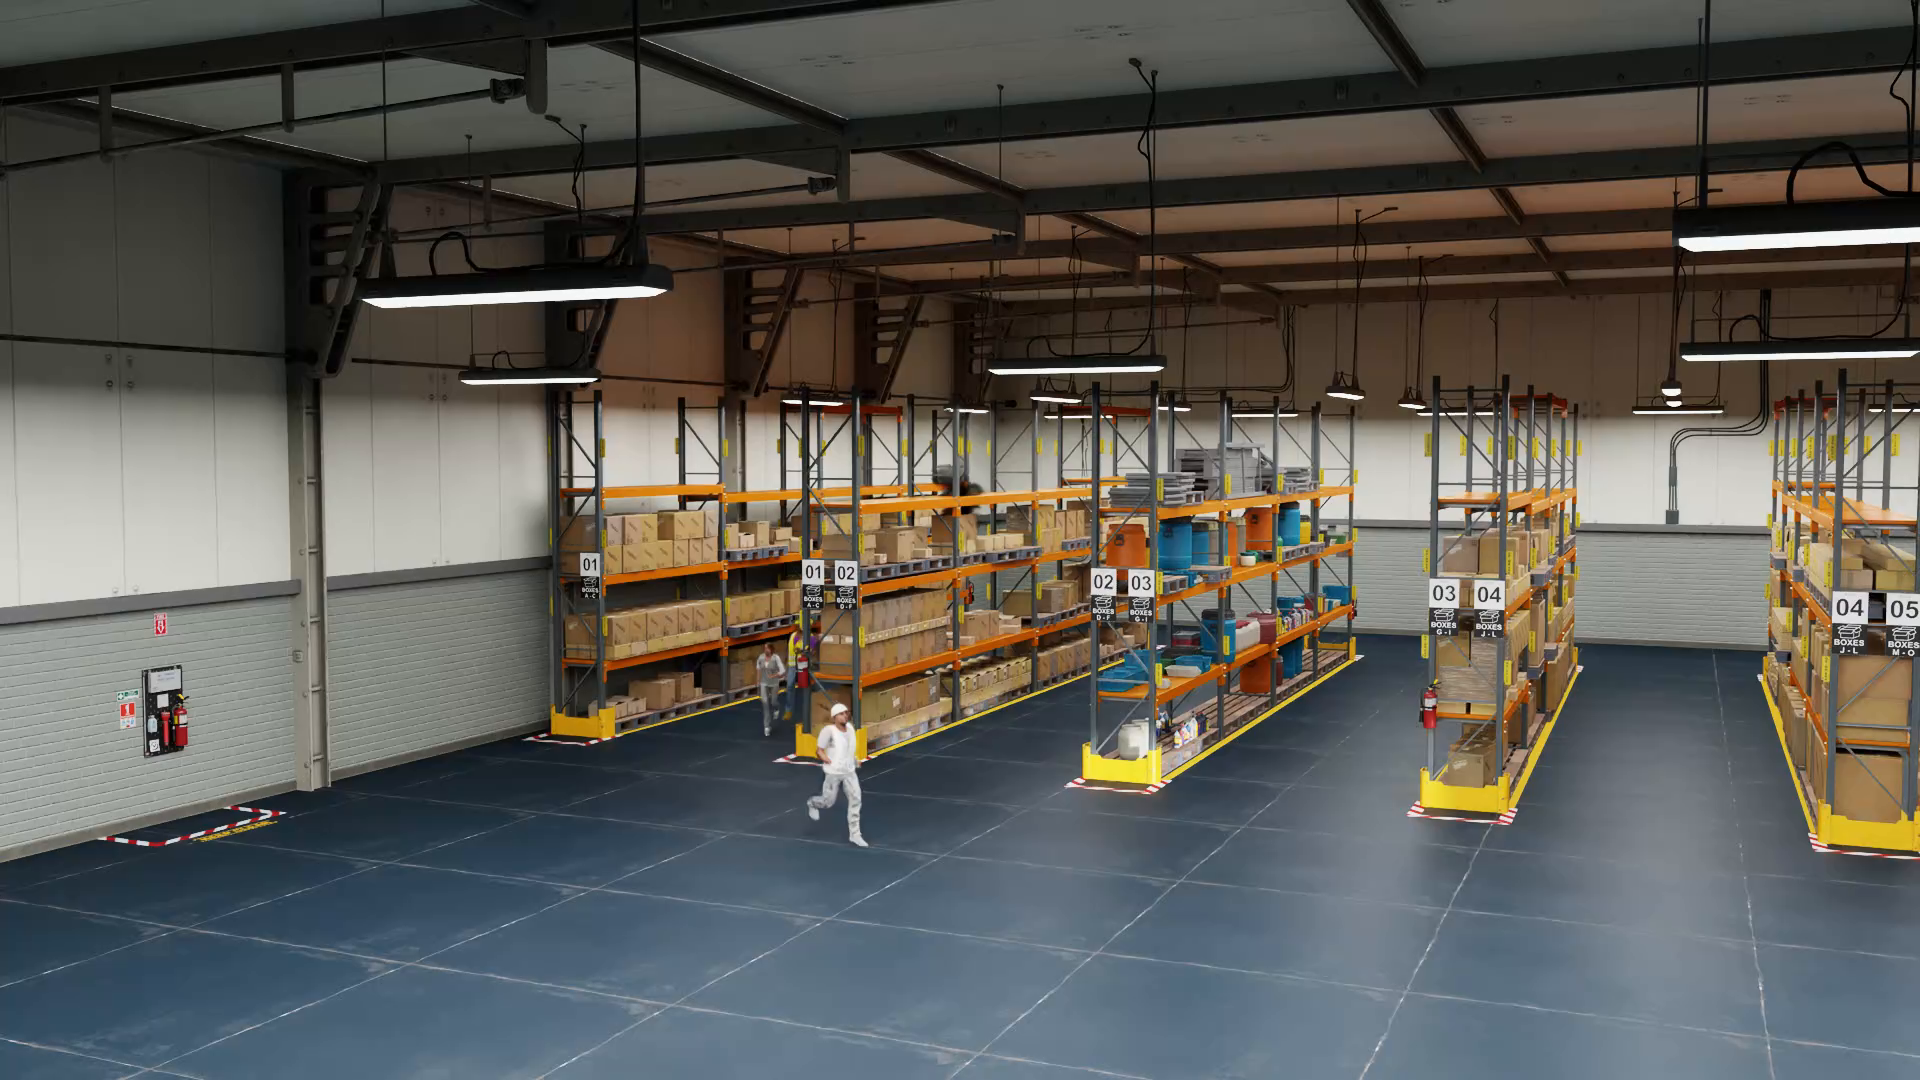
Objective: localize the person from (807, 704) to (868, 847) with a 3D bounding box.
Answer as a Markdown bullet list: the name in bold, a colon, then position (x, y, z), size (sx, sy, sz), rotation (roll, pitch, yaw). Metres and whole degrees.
- **person**: position (-1.567, 2.969, 21.209), size (0.654, 1.771, 1.095), rotation (-3, 4, -39)

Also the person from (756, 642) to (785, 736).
- **person**: position (-3.347, 2.587, 29.329), size (0.557, 1.584, 0.929), rotation (0, 3, 8)

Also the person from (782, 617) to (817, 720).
- **person**: position (-2.851, 2.262, 29.566), size (0.692, 1.780, 0.909), rotation (1, 3, 23)
